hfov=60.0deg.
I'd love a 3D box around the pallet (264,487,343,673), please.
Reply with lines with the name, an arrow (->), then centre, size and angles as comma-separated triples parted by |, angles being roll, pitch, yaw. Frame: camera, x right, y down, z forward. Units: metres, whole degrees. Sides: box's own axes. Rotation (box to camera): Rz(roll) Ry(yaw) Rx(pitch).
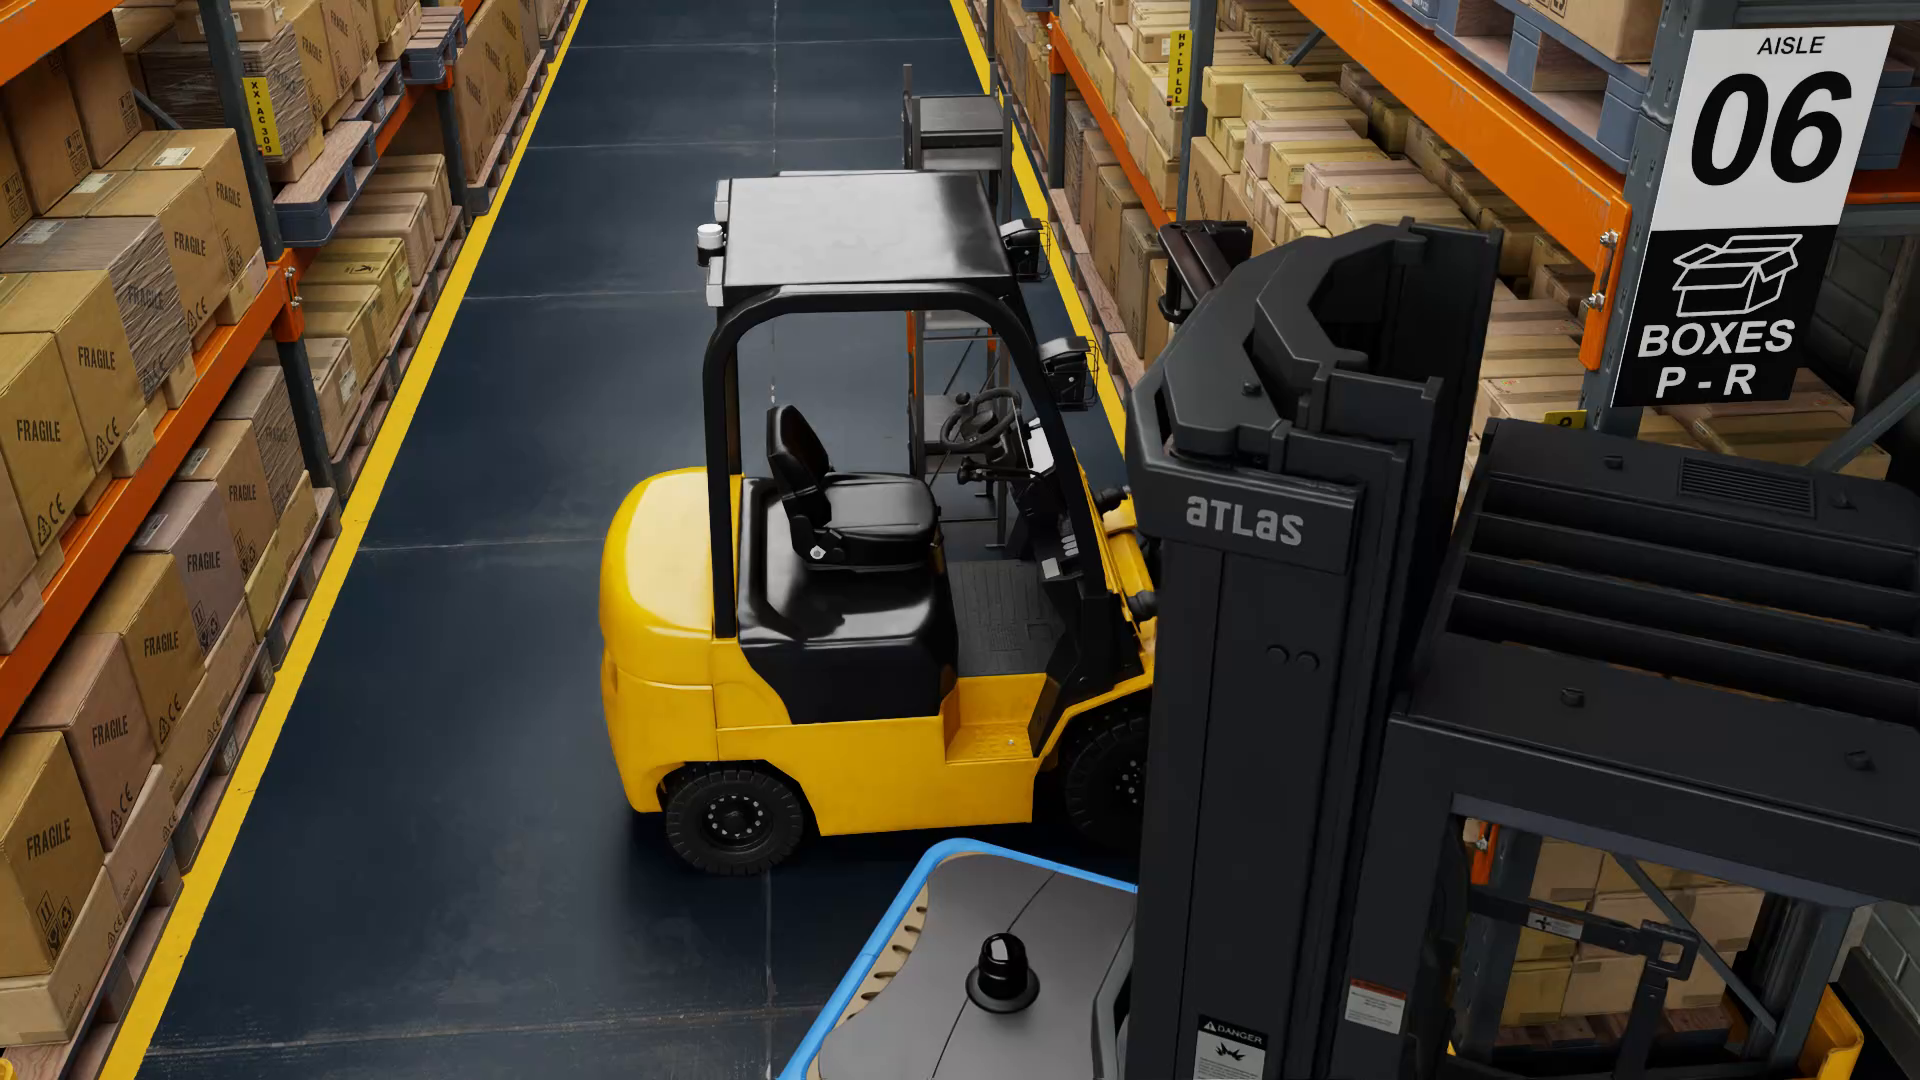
pallet -> -3.354, 0.175, 7.250 | 1.003, 0.211, 1.213 | -3, 31, -5

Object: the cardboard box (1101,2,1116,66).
cardboard box -> 1.064, -2.773, 9.127 | 0.500, 0.250, 0.500 | -2, 31, -4

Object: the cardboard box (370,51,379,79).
cardboard box -> -3.337, -2.534, 8.903 | 0.380, 0.149, 0.250 | -4, 31, -6

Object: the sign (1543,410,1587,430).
sign -> 1.322, -0.140, 3.700 | 0.100, 0.325, 0.005 | -3, 31, -5

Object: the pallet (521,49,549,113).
pallet -> -4.052, -3.860, 14.006 | 1.003, 0.211, 1.213 | -3, 31, -5

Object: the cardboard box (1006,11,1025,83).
cardboard box -> 0.665, -4.010, 13.566 | 0.500, 0.500, 0.500 | -4, 31, -6

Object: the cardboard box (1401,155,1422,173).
cardboard box -> 1.912, -1.380, 6.405 | 0.380, 0.149, 0.250 | -3, 31, -4

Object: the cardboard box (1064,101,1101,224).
cardboard box -> 1.161, -2.486, 10.894 | 0.875, 0.625, 0.625 | -2, 31, -3

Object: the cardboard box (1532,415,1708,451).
cardboard box -> 1.620, -0.182, 4.110 | 0.380, 0.149, 0.250 | -3, 31, -4

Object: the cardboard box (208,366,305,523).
cardboard box -> -3.130, -0.395, 7.027 | 0.500, 0.500, 0.500 | -3, 31, -5

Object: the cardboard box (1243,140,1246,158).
cardboard box -> 1.335, -1.485, 6.581 | 0.380, 0.149, 0.250 | -3, 31, -5

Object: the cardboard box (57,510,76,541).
cardboard box -> -3.006, -0.058, 5.167 | 0.380, 0.149, 0.250 | -2, 31, -3

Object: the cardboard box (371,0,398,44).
cardboard box -> -3.399, -3.016, 9.077 | 0.500, 0.500, 0.500 | -5, 31, -8

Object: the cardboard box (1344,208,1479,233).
cardboard box -> 1.471, -0.965, 5.420 | 0.380, 0.149, 0.250 | -2, 31, -4

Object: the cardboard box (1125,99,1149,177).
cardboard box -> 1.130, -2.039, 8.385 | 0.500, 0.250, 0.500 | -3, 31, -5

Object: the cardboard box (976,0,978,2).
cardboard box -> 0.469, -5.551, 16.147 | 0.700, 0.500, 0.500 | -4, 31, -6

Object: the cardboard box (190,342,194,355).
cardboard box -> -3.132, -0.714, 6.265 | 0.380, 0.149, 0.250 | -3, 31, -5

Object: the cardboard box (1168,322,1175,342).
cardboard box -> 1.222, -0.770, 7.410 | 0.500, 0.250, 0.500 | -3, 31, -5

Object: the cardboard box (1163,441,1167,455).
cardboard box -> 1.205, -0.340, 7.665 | 0.500, 0.250, 0.500 | -2, 31, -4

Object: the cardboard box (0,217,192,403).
cardboard box -> -3.055, -0.791, 5.762 | 0.500, 0.500, 0.500 | -2, 31, -3

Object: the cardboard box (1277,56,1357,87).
cardboard box -> 1.670, -2.114, 7.633 | 0.380, 0.149, 0.250 | -3, 31, -6

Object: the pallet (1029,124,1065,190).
pallet -> 1.084, -2.831, 12.283 | 1.003, 0.211, 1.213 | -3, 31, -5

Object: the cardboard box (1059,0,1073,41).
cardboard box -> 0.914, -3.342, 10.566 | 0.500, 0.250, 0.500 | -3, 31, -4

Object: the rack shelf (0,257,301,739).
rack shelf -> -3.265, -0.033, 5.581 | 1.077, 0.370, 4.000 | -3, 31, -5

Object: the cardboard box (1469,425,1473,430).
cardboard box -> 1.535, -0.310, 4.614 | 0.380, 0.149, 0.250 | -2, 31, -4

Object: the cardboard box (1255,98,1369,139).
cardboard box -> 1.371, -1.616, 6.510 | 0.380, 0.149, 0.250 | -3, 31, -6

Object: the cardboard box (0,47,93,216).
cardboard box -> -3.601, -1.466, 5.916 | 0.700, 0.500, 0.500 | -3, 31, -4

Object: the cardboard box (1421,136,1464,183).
cardboard box -> 1.930, -1.380, 6.116 | 0.380, 0.149, 0.250 | -3, 31, -5

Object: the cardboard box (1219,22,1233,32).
cardboard box -> 1.624, -2.544, 8.742 | 0.500, 0.250, 0.500 | -3, 31, -6

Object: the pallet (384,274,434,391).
pallet -> -3.643, -1.187, 9.532 | 1.003, 0.211, 1.213 | -3, 31, -5

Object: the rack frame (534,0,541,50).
rack frame -> -4.199, -5.447, 13.945 | 1.000, 3.000, 0.127 | -3, 31, -5

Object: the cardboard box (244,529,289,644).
cardboard box -> -3.069, 0.198, 6.766 | 0.500, 0.250, 0.500 | -4, 31, -6

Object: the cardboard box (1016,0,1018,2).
cardboard box -> 0.649, -4.609, 13.936 | 0.380, 0.149, 0.250 | -4, 31, -7

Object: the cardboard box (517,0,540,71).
cardboard box -> -4.062, -4.403, 13.858 | 0.875, 0.875, 0.875 | -2, 31, -3

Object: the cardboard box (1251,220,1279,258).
cardboard box -> 1.385, -0.883, 6.205 | 0.500, 0.500, 0.500 | -3, 31, -5

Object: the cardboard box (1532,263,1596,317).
cardboard box -> 1.957, -0.721, 5.012 | 0.380, 0.149, 0.250 | -2, 31, -3

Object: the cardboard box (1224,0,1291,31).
cardboard box -> 1.604, -2.767, 8.727 | 0.380, 0.149, 0.250 | -3, 31, -5

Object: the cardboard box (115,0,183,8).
cardboard box -> -3.797, -2.568, 7.695 | 0.380, 0.149, 0.250 | -4, 31, -6

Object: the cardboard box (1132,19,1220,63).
cardboard box -> 1.067, -2.474, 8.237 | 0.380, 0.149, 0.250 | -4, 31, -6

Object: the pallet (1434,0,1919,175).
pallet -> 1.823, -1.172, 3.949 | 1.003, 0.211, 1.213 | -3, 31, -5

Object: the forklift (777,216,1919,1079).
forklift -> 1.128, 0.949, 3.304 | 3.031, 2.935, 1.130 | 12, 33, 19

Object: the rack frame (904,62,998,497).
rack frame -> -0.038, -1.111, 7.562 | 0.400, 2.100, 0.015 | -3, 31, -5

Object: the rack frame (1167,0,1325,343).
rack frame -> 1.490, -1.603, 7.508 | 1.000, 3.000, 0.127 | -3, 31, -5

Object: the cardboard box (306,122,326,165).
cardboard box -> -3.204, -1.861, 7.775 | 0.380, 0.149, 0.250 | -2, 31, -4

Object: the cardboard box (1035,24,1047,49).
cardboard box -> 0.777, -3.809, 12.598 | 0.380, 0.149, 0.250 | -3, 31, -5

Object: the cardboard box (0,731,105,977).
cardboard box -> -2.881, 0.920, 4.825 | 0.500, 0.500, 0.500 | -4, 31, -6

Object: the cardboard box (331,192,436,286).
cardboard box -> -3.706, -1.792, 9.978 | 0.950, 0.372, 0.625 | -3, 31, -6

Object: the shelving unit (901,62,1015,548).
shelving unit -> -0.015, -0.986, 7.353 | 0.431, 2.100, 0.503 | -3, 31, -5
